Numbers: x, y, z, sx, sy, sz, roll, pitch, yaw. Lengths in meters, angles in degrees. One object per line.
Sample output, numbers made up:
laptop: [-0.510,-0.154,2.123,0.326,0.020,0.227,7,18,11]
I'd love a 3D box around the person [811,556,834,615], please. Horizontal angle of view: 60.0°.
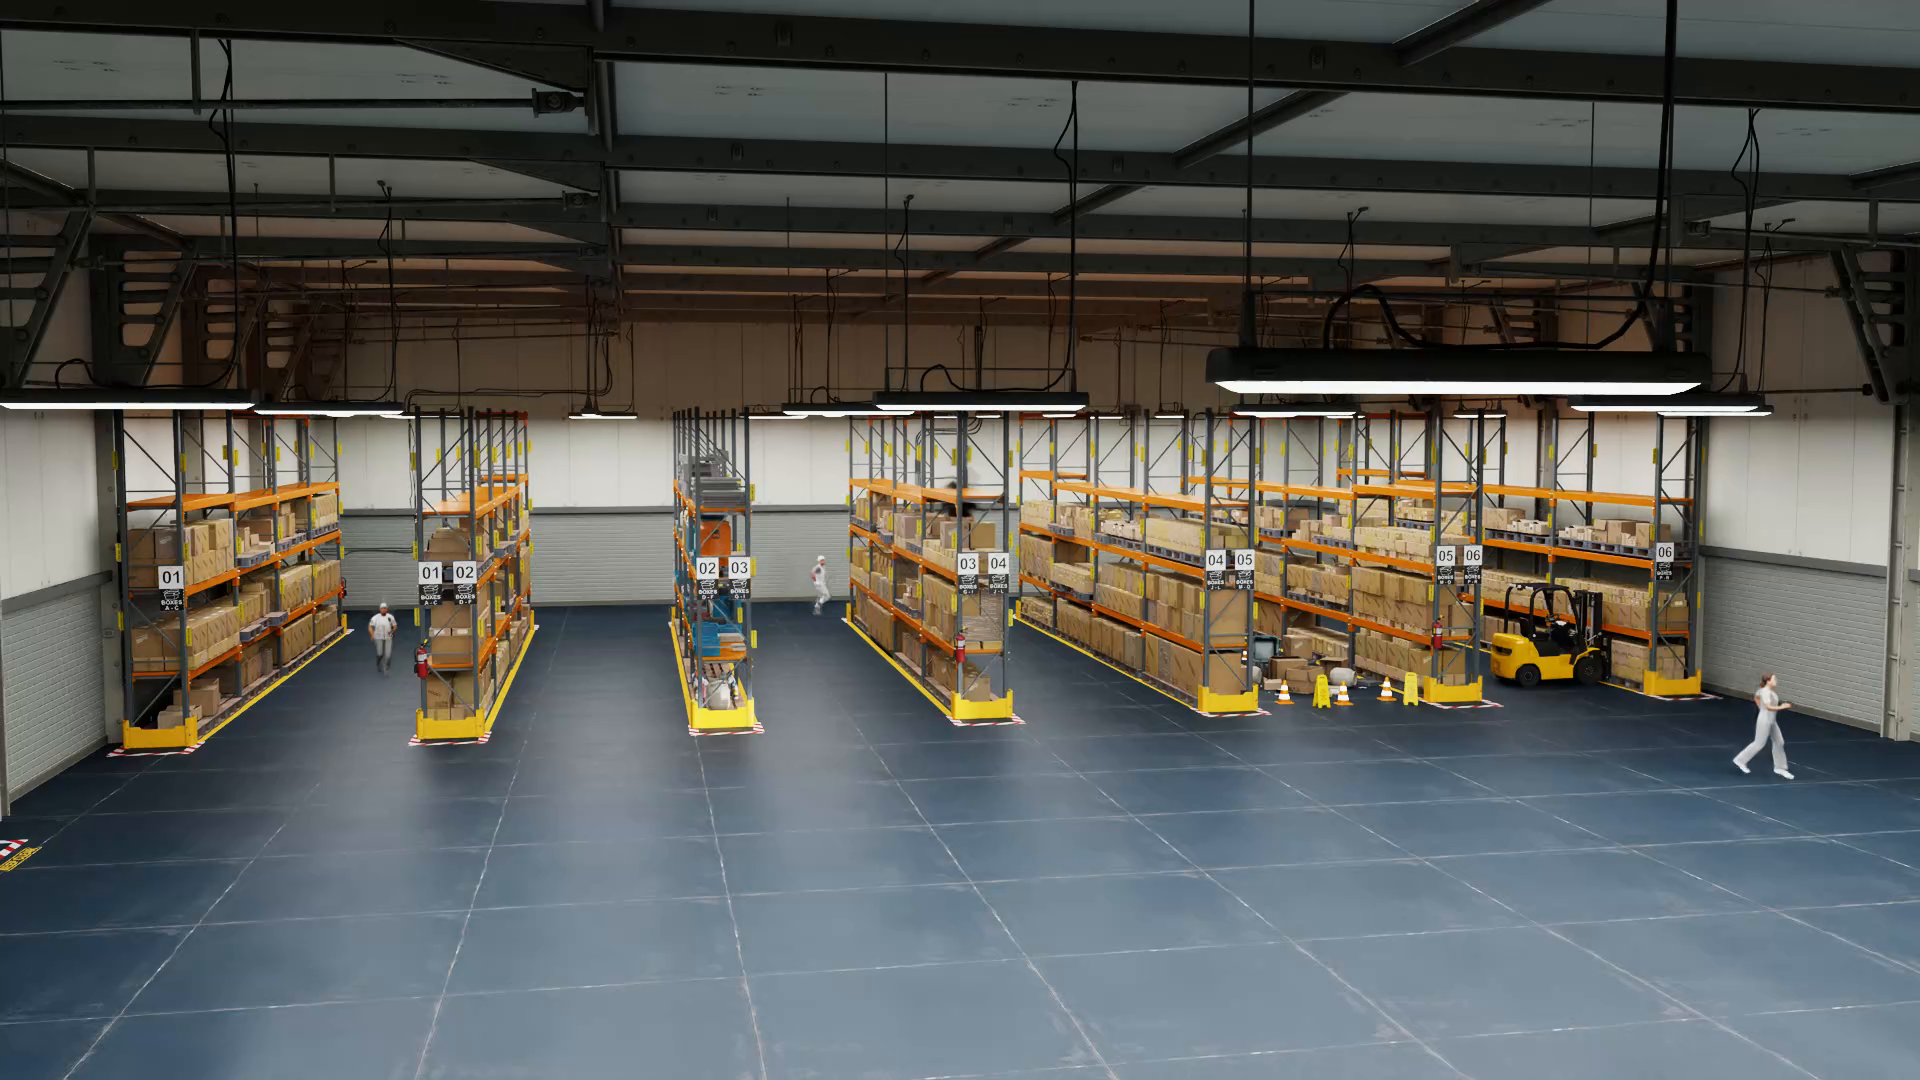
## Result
person: [-4.056,1.338,49.229,0.614,1.748,0.630,0,4,7]

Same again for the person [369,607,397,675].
person: [-12.999,2.265,37.510,0.606,1.588,0.537,-2,4,-23]

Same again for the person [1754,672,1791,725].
person: [13.029,2.535,26.691,0.584,0.835,0.583,3,5,33]
